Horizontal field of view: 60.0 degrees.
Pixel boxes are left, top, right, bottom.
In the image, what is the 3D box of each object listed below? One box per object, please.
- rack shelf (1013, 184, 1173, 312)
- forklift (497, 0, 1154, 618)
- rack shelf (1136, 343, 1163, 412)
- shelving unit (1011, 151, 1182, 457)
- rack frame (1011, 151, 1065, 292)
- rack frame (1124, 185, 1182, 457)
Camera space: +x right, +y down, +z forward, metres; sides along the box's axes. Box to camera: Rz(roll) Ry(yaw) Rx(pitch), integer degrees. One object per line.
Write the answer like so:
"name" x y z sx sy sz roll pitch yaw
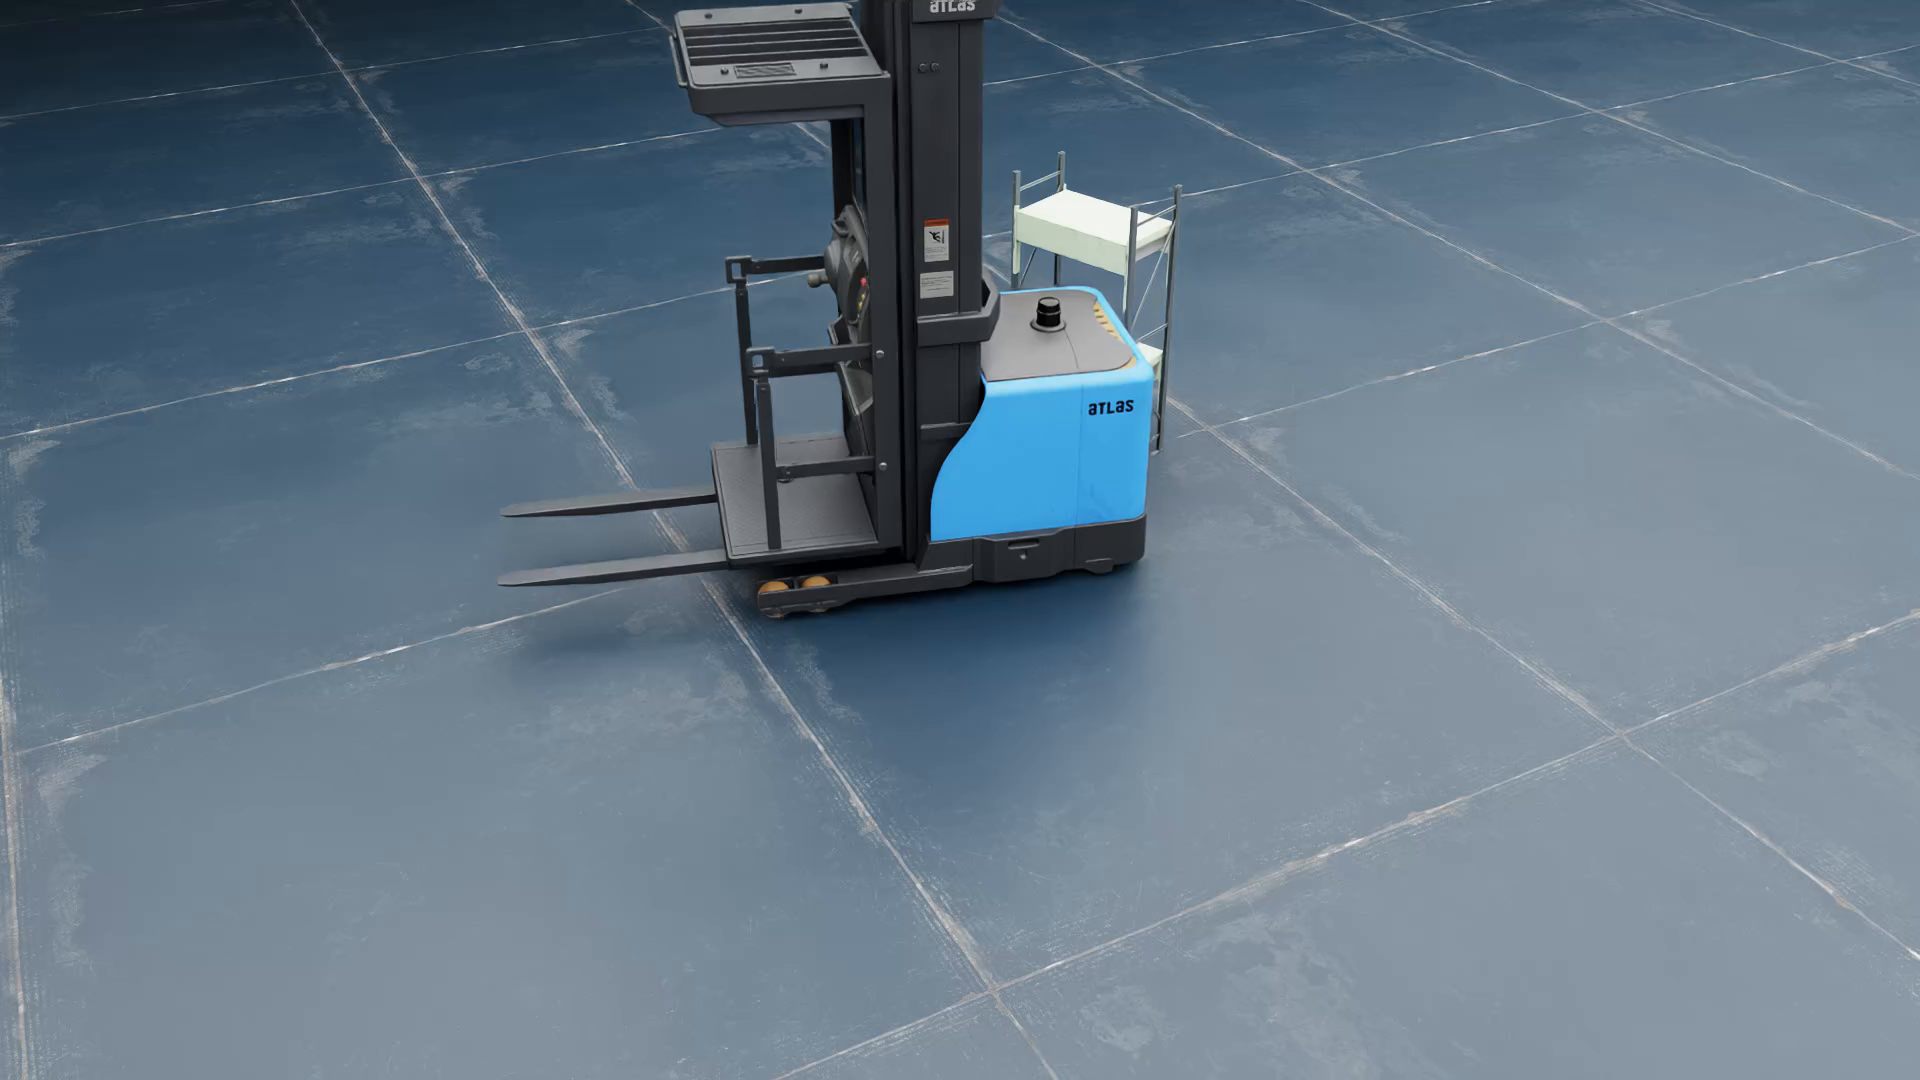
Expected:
"rack shelf" 0.681 -1.497 8.473 0.720 0.370 0.431 25 40 34
"forklift" -0.680 -1.186 7.384 3.031 2.935 1.130 -6 33 -10
"rack shelf" 0.681 -0.894 8.860 0.720 0.370 0.431 25 40 34
"shelving unit" 0.681 -1.169 8.684 0.755 1.500 0.431 25 40 34
"rack frame" 0.406 -1.299 8.887 0.023 1.500 0.400 25 40 34
"rack frame" 0.956 -1.039 8.481 0.023 1.500 0.400 25 40 34
